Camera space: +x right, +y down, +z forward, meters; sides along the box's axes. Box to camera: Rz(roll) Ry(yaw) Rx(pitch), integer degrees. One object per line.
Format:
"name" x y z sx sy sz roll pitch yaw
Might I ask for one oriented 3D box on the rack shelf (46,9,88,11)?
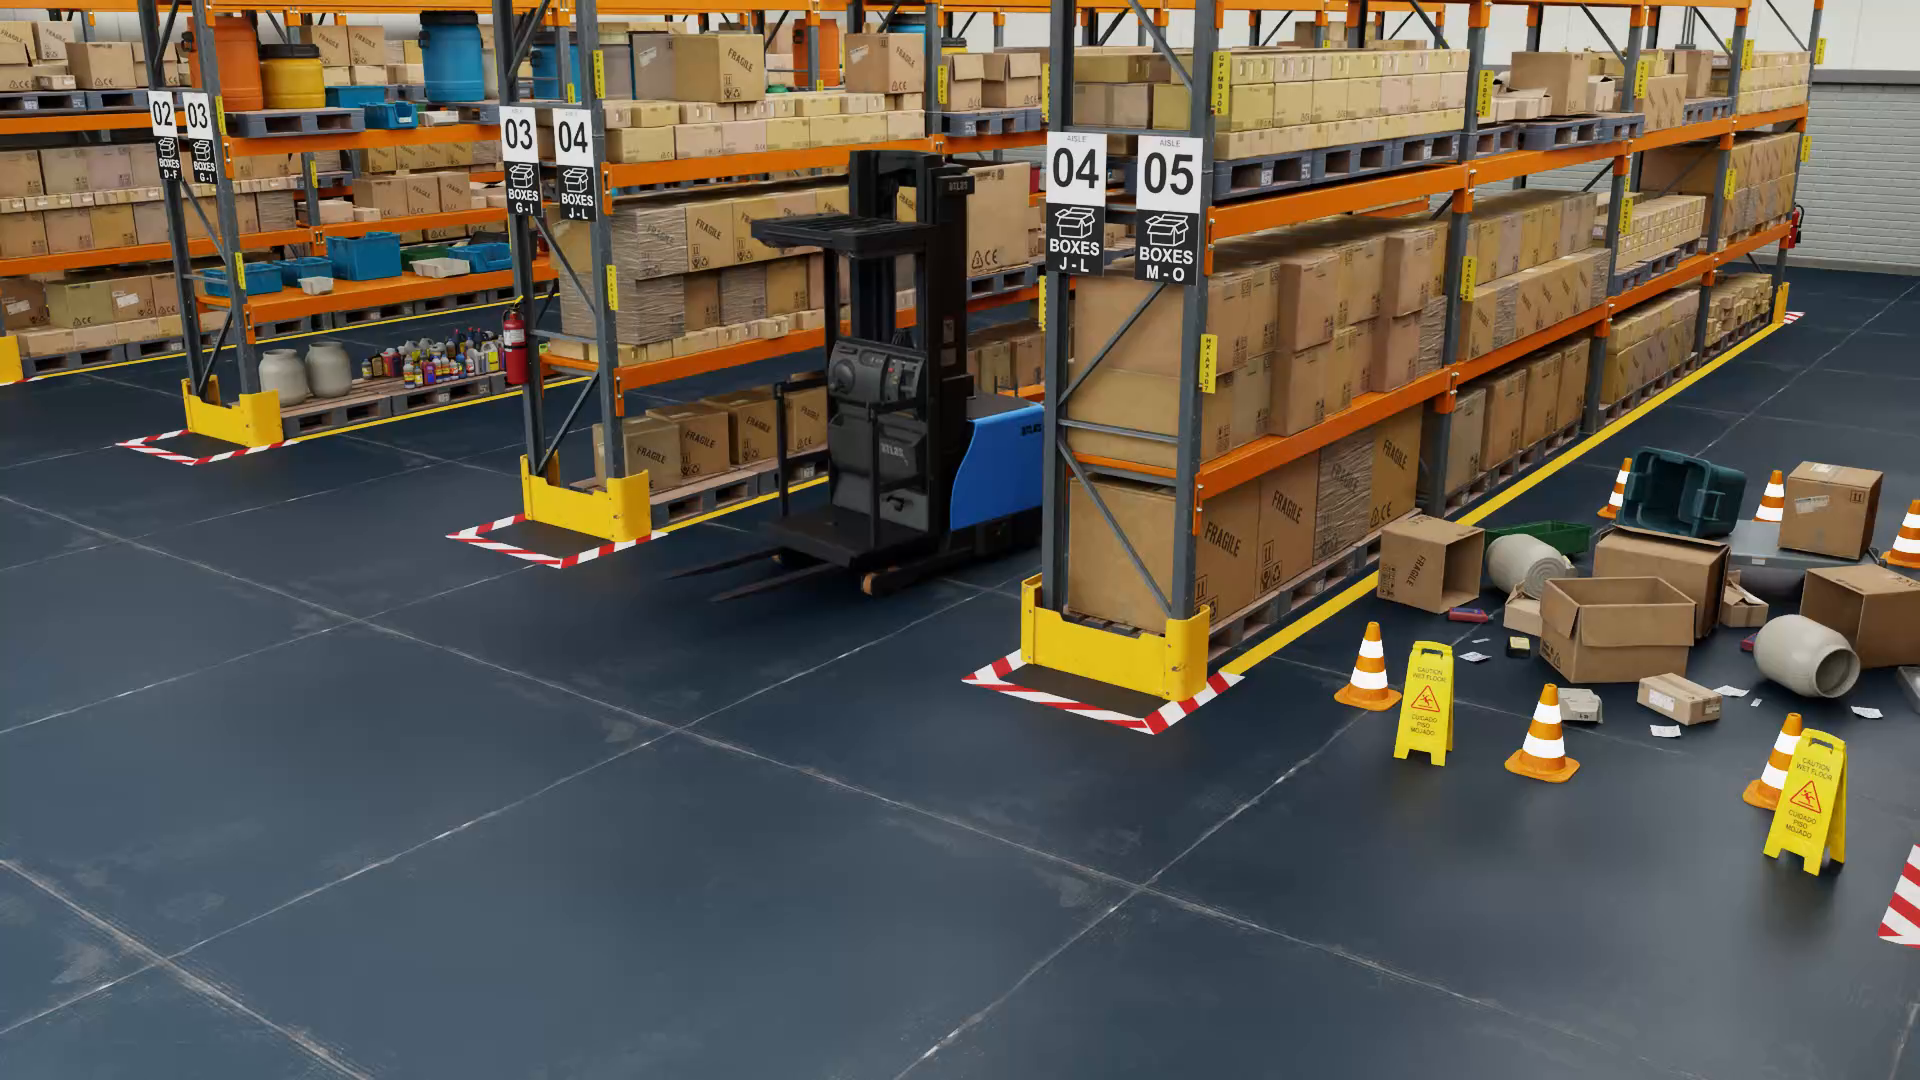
"rack shelf" -13.727 -7.153 21.824 1.077 0.370 4.000 12 21 35

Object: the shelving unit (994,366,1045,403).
"shelving unit" 0.524 -0.722 13.046 0.503 1.200 0.258 -16 24 -42

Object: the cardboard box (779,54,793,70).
"cardboard box" -3.003 -7.932 27.580 0.500 0.250 0.500 12 21 35

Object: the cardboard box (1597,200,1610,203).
"cardboard box" 6.866 -3.593 17.968 0.380 0.149 0.250 12 21 34

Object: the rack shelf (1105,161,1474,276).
"rack shelf" 2.130 -2.196 10.913 1.077 0.370 4.000 12 21 35

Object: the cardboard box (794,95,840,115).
"cardboard box" -1.232 -3.666 14.012 0.380 0.149 0.250 13 22 37

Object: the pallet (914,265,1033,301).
"pallet" -0.029 -2.549 16.217 1.003 0.211 1.213 12 21 35

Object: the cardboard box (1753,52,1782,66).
"cardboard box" 9.575 -5.738 19.843 0.380 0.149 0.250 12 21 33

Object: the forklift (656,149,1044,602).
"forklift" -0.742 -1.180 11.603 3.031 2.935 1.130 -16 24 -42

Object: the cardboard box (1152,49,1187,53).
"cardboard box" 2.088 -5.277 18.739 0.797 0.503 0.637 14 22 38

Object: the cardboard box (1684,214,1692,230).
"cardboard box" 7.704 -3.460 18.043 0.380 0.149 0.250 14 22 37

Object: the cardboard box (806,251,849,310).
"cardboard box" -1.462 -2.328 14.512 0.875 0.500 0.500 12 21 35

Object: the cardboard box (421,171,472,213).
"cardboard box" -7.158 -4.833 23.082 0.500 0.500 0.500 11 20 32

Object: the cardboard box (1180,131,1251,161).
"cardboard box" 1.400 -2.217 9.313 0.380 0.149 0.250 13 21 35

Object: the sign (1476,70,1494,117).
"sign" 3.768 -3.203 11.937 0.100 0.325 0.005 12 21 35

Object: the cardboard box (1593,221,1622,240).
"cardboard box" 6.139 -2.978 15.987 0.380 0.149 0.250 12 21 35

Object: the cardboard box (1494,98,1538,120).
"cardboard box" 4.366 -3.432 13.227 0.380 0.149 0.250 12 21 35

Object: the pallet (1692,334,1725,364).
"pallet" 8.460 -2.323 19.870 1.003 0.211 1.213 12 21 35

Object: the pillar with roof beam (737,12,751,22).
"pillar with roof beam" -1.014 -10.868 32.568 9.100 9.000 0.400 12 21 35

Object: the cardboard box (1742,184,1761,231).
"cardboard box" 9.204 -3.985 19.848 0.500 0.500 0.500 12 21 34

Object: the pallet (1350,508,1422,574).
"pallet" 2.806 -0.084 12.660 1.003 0.211 1.213 12 21 35

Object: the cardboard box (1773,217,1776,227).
"cardboard box" 10.189 -4.079 21.245 0.380 0.149 0.250 12 21 34

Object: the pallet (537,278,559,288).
"pallet" -5.696 -4.028 25.357 1.003 0.211 1.213 12 21 35

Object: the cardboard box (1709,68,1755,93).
"cardboard box" 8.568 -5.161 18.657 0.500 0.250 0.500 13 22 36

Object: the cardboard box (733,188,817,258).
"cardboard box" -1.545 -2.639 13.827 0.500 0.500 0.500 12 21 35

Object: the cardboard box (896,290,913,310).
"cardboard box" -0.650 -2.203 15.204 0.380 0.149 0.250 12 21 35

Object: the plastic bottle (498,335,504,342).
"plastic bottle" -5.182 -2.210 18.780 0.097 0.201 0.097 0 17 0

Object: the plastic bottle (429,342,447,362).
"plastic bottle" -5.625 -1.983 17.923 0.152 0.276 0.135 12 21 35

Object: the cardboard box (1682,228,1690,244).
"cardboard box" 7.707 -3.319 18.089 0.380 0.149 0.250 12 21 35

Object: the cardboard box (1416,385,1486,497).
"cardboard box" 3.619 -0.873 13.584 1.050 0.750 0.750 12 21 34

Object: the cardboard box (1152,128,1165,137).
"cardboard box" 1.015 -2.391 9.873 0.380 0.149 0.250 13 21 35

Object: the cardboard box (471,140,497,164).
"cardboard box" -8.444 -6.819 28.940 0.500 0.500 0.500 12 21 35

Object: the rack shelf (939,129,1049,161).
"rack shelf" 0.590 -4.049 16.881 1.077 0.370 4.000 12 21 35

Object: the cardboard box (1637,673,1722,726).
"cardboard box" 4.132 0.912 9.555 0.250 0.149 0.380 -7 19 -22

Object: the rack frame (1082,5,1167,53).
"rack frame" 1.782 -6.302 17.863 1.000 3.000 0.127 12 21 35

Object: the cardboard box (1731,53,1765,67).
"cardboard box" 9.078 -5.553 19.248 0.380 0.149 0.250 12 21 33

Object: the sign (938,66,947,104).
"sign" -0.161 -4.069 14.860 0.100 0.325 0.005 12 21 35

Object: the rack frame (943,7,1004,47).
"rack frame" 0.188 -8.130 23.749 1.000 3.000 0.127 12 21 35

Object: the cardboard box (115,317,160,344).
"cardboard box" -9.847 -2.497 19.656 0.500 0.250 0.500 12 21 35

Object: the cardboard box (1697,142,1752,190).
"cardboard box" 8.850 -4.347 19.327 0.500 0.500 0.500 12 21 33

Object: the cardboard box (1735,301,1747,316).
"cardboard box" 9.471 -2.869 20.521 0.380 0.149 0.250 13 21 35

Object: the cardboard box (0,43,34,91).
"cardboard box" -10.592 -5.168 18.152 0.797 0.503 0.637 14 22 38

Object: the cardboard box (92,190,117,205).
"cardboard box" -9.918 -3.942 19.117 0.380 0.149 0.250 12 21 33

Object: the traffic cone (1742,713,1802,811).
"traffic cone" 4.194 1.101 8.418 0.336 0.463 0.334 12 21 35

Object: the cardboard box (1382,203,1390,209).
"cardboard box" 5.840 -4.774 23.482 0.380 0.149 0.250 13 21 35

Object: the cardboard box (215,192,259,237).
"cardboard box" -9.123 -4.050 20.558 0.700 0.500 0.500 12 21 34

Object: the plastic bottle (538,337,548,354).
"plastic bottle" -4.601 -2.099 18.284 0.061 0.283 0.133 14 22 37

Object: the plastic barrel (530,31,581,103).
"plastic barrel" -4.450 -5.191 18.498 0.600 0.901 0.708 12 21 35

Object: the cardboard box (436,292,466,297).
"cardboard box" -7.200 -3.541 23.018 0.500 0.250 0.500 13 21 36

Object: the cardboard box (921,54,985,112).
"cardboard box" -0.242 -4.261 15.467 0.797 0.503 0.637 11 20 32

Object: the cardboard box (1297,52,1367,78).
"cardboard box" 2.304 -2.959 10.360 0.380 0.149 0.250 13 21 35

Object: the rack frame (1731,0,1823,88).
"rack frame" 10.472 -7.307 21.099 1.000 3.000 0.127 12 21 35

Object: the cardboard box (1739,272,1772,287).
"cardboard box" 10.360 -3.394 21.711 0.380 0.149 0.250 13 21 35

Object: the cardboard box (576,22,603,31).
"cardboard box" -5.603 -7.370 24.507 0.500 0.500 0.500 12 21 35

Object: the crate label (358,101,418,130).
"crate label" -5.582 -4.155 16.260 0.502 0.251 0.408 12 21 35

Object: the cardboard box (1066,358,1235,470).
"cardboard box" 1.123 -0.799 10.005 0.875 0.550 0.550 12 21 35

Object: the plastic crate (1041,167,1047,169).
"plastic crate" 1.375 -5.852 26.711 0.416 0.233 0.300 12 21 35

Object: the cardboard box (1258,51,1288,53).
"cardboard box" 1.926 -3.136 10.929 0.380 0.149 0.250 12 21 34
